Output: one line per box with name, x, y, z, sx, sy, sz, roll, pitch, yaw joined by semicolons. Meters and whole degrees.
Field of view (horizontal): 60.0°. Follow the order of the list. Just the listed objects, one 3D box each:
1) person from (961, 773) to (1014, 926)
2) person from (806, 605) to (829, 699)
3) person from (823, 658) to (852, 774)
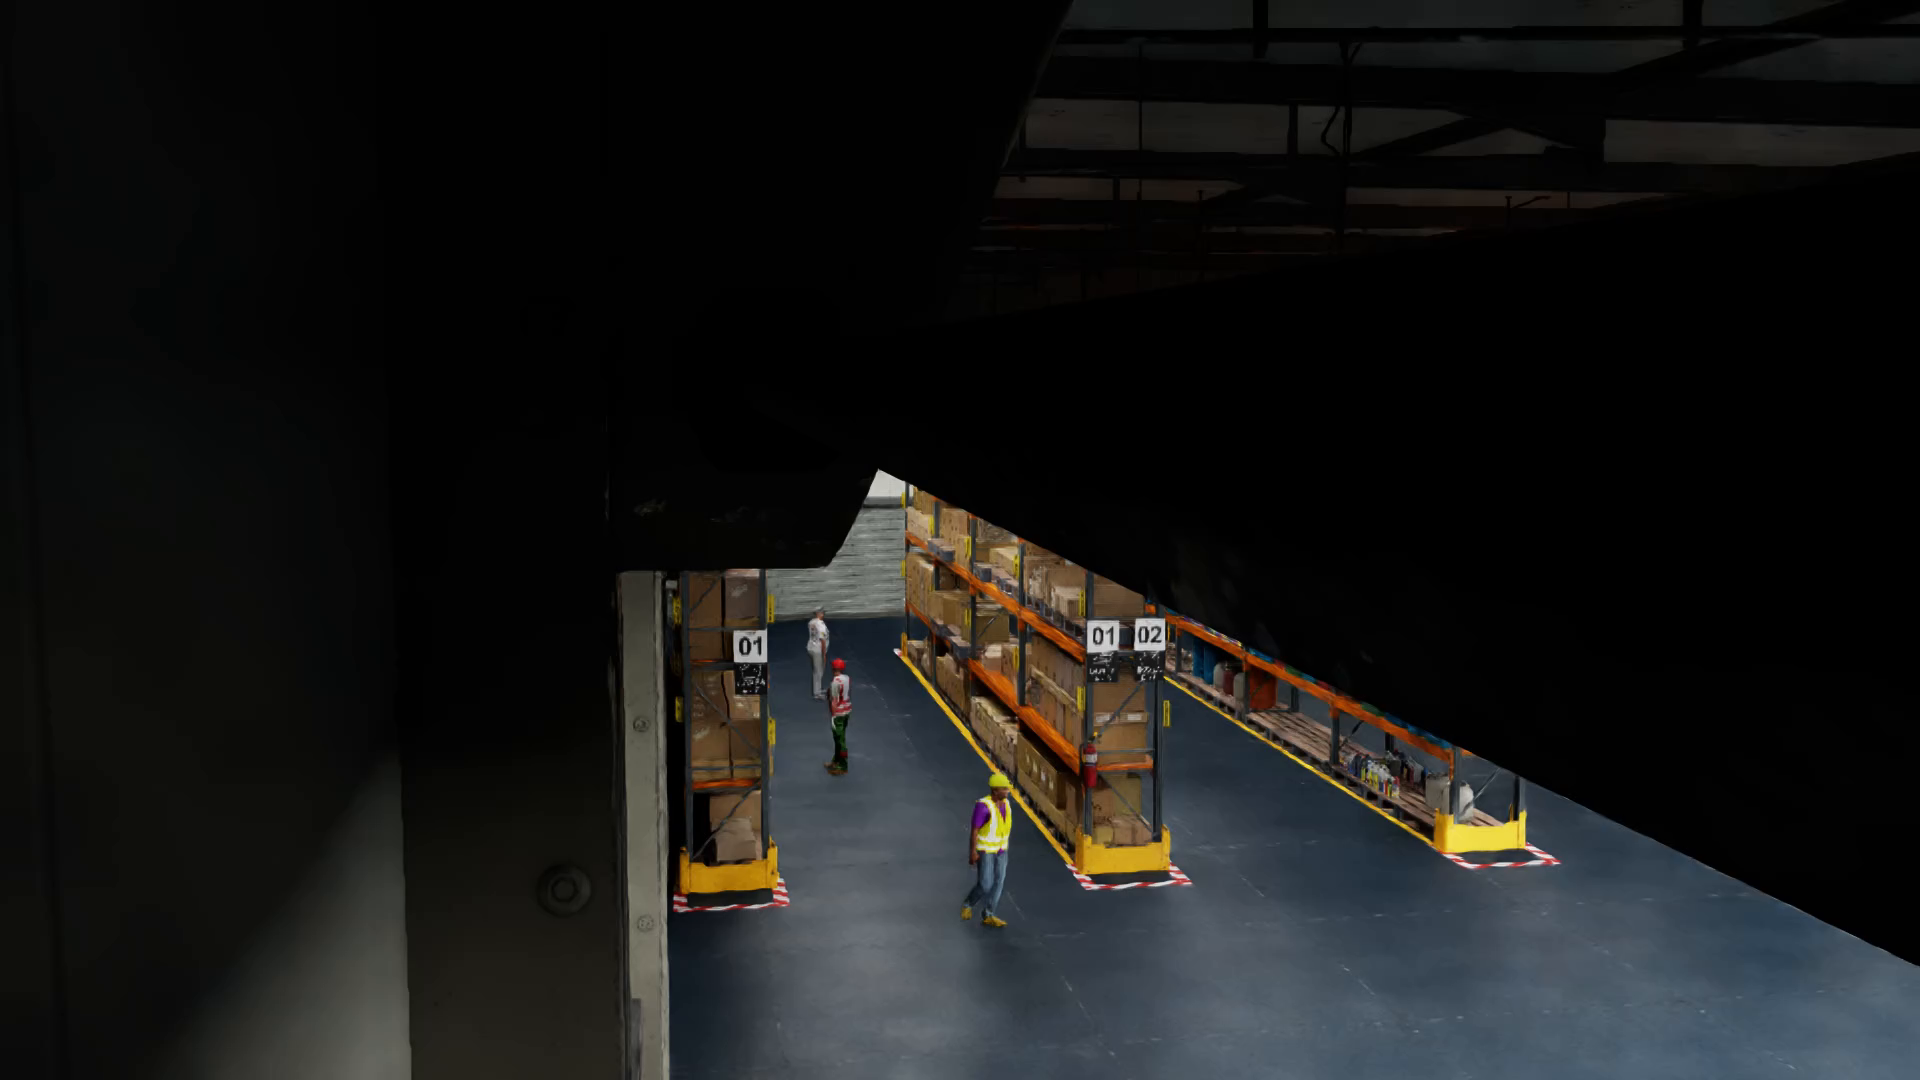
person;0.315;3.506;18.899;0.576;1.753;0.613;6;8;44
person;-2.679;2.134;31.880;0.489;1.763;0.616;-4;7;-31
person;-1.952;2.728;26.037;0.487;1.787;0.608;2;6;20
